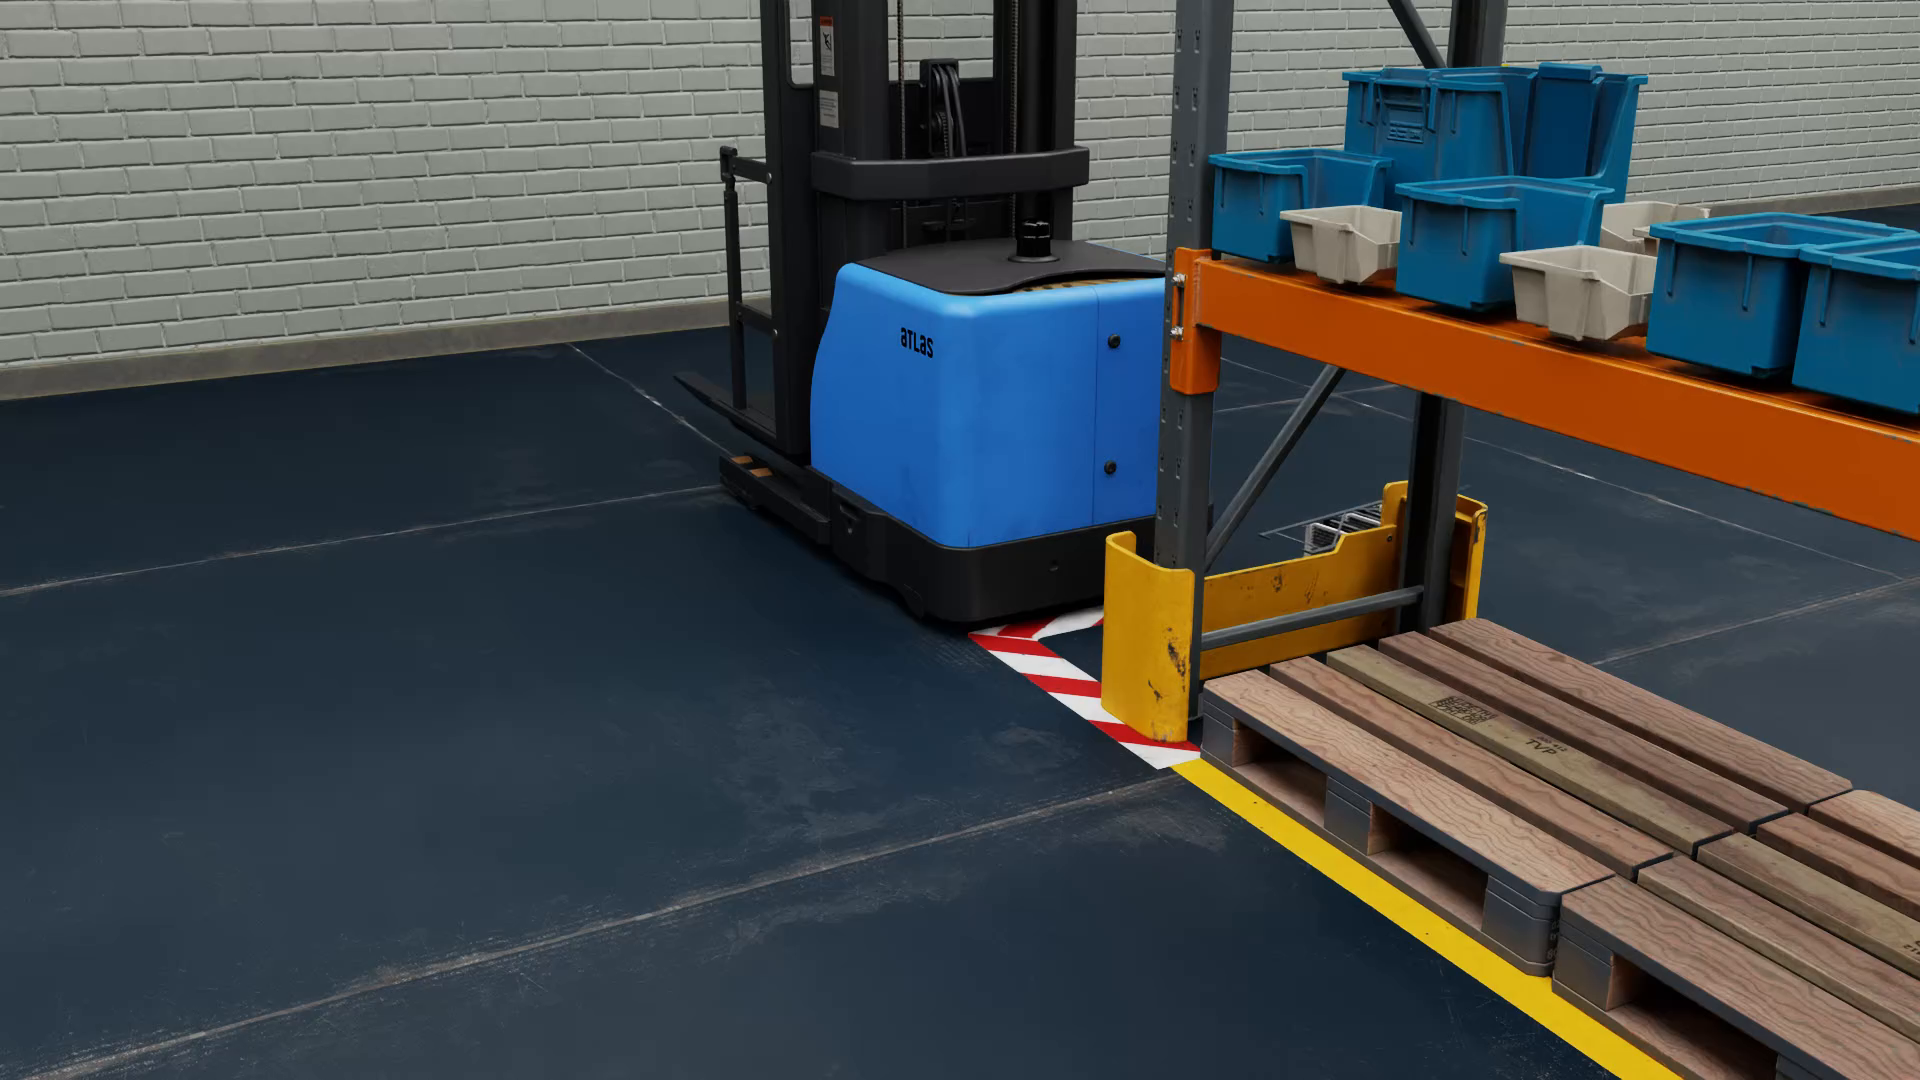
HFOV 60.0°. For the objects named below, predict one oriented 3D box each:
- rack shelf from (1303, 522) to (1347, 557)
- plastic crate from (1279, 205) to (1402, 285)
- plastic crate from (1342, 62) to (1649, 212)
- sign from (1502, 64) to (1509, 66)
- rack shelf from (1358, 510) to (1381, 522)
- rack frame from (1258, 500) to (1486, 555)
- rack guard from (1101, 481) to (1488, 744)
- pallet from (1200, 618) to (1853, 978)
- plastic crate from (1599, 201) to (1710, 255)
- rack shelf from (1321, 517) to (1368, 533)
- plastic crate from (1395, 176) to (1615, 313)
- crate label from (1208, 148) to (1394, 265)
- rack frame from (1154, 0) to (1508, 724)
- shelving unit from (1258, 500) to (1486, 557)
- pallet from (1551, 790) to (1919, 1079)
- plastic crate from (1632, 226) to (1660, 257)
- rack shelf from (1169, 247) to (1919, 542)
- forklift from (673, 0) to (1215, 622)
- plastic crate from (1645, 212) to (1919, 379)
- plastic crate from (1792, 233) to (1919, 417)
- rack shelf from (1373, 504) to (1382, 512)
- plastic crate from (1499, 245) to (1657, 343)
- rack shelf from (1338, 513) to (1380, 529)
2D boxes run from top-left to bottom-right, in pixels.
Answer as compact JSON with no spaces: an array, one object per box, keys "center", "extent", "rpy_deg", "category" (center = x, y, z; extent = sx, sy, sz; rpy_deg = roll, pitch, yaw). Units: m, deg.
[{"center":[1.253,0.064,5.616],"extent":[0.077,0.200,0.258],"rpy_deg":[-14,23,-35],"category":"rack shelf"},{"center":[0.906,-0.668,3.780],"extent":[0.250,0.136,0.298],"rpy_deg":[-10,21,-27],"category":"plastic crate"},{"center":[1.323,-0.969,4.194],"extent":[0.616,0.435,0.499],"rpy_deg":[-10,21,-27],"category":"plastic crate"},{"center":[1.476,-1.158,4.638],"extent":[0.100,0.325,0.005],"rpy_deg":[-10,21,-27],"category":"sign"},{"center":[1.469,0.011,5.769],"extent":[0.077,0.200,0.258],"rpy_deg":[-14,23,-35],"category":"rack shelf"},{"center":[1.424,-0.074,5.704],"extent":[0.900,0.006,0.240],"rpy_deg":[-14,23,-35],"category":"rack frame"},{"center":[0.976,0.186,4.826],"extent":[1.175,0.500,0.348],"rpy_deg":[-10,21,-27],"category":"rack guard"},{"center":[1.357,0.570,4.155],"extent":[1.003,0.211,1.213],"rpy_deg":[-10,21,-27],"category":"pallet"},{"center":[1.546,-0.688,3.840],"extent":[0.396,0.136,0.243],"rpy_deg":[-10,21,-27],"category":"plastic crate"},{"center":[1.325,0.046,5.667],"extent":[0.077,0.200,0.258],"rpy_deg":[-14,23,-35],"category":"rack shelf"},{"center":[1.139,-0.629,3.521],"extent":[0.416,0.233,0.300],"rpy_deg":[-10,21,-27],"category":"plastic crate"},{"center":[0.827,-0.818,4.068],"extent":[0.416,0.233,0.303],"rpy_deg":[-10,21,-27],"category":"crate label"},{"center":[0.999,-0.991,4.404],"extent":[1.000,3.000,0.127],"rpy_deg":[-10,21,-27],"category":"rack frame"},{"center":[1.424,0.022,5.737],"extent":[0.900,0.210,0.258],"rpy_deg":[-14,23,-35],"category":"shelving unit"},{"center":[1.932,0.920,3.142],"extent":[1.003,0.211,1.213],"rpy_deg":[-10,21,-27],"category":"pallet"},{"center":[1.671,-0.603,3.592],"extent":[0.396,0.136,0.243],"rpy_deg":[-10,21,-27],"category":"plastic crate"},{"center":[1.949,-0.077,2.857],"extent":[1.077,0.370,4.000],"rpy_deg":[-10,21,-27],"category":"rack shelf"},{"center":[-0.302,-1.564,6.171],"extent":[1.130,2.935,3.031],"rpy_deg":[-10,22,-27],"category":"forklift"},{"center":[1.452,-0.440,2.973],"extent":[0.416,0.233,0.300],"rpy_deg":[-10,21,-27],"category":"plastic crate"},{"center":[1.594,-0.354,2.723],"extent":[0.416,0.233,0.300],"rpy_deg":[-10,21,-27],"category":"plastic crate"},{"center":[1.541,-0.006,5.820],"extent":[0.077,0.200,0.258],"rpy_deg":[-14,23,-35],"category":"rack shelf"},{"center":[1.228,-0.473,3.216],"extent":[0.250,0.136,0.298],"rpy_deg":[-10,21,-27],"category":"plastic crate"},{"center":[1.397,0.029,5.718],"extent":[0.077,0.200,0.258],"rpy_deg":[-14,23,-35],"category":"rack shelf"}]
